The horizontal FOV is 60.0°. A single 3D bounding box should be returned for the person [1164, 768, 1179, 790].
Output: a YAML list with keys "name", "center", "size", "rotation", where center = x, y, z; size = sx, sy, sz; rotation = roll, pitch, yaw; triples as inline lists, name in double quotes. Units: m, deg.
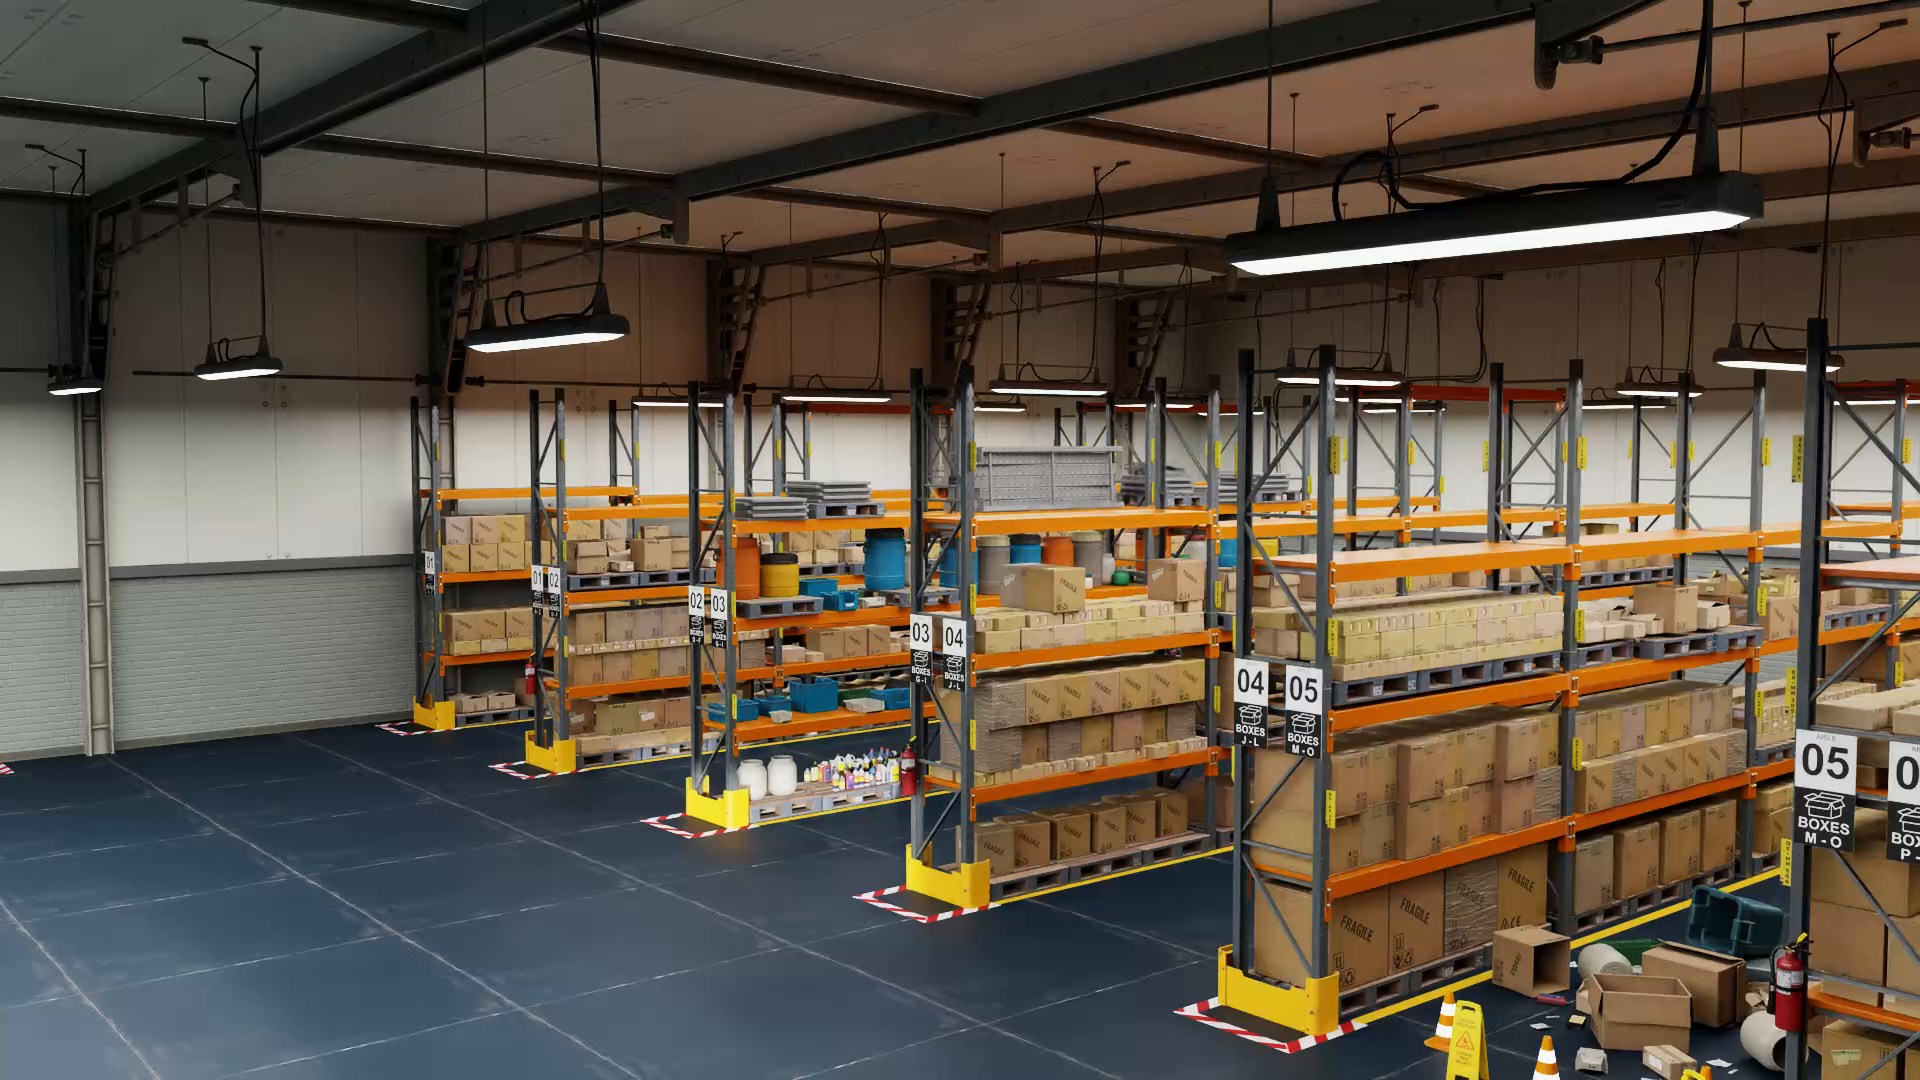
- name: "person"
  center: [2.974, 2.988, 23.471]
  size: [0.578, 1.618, 0.582]
  rotation: [-3, 5, -43]
